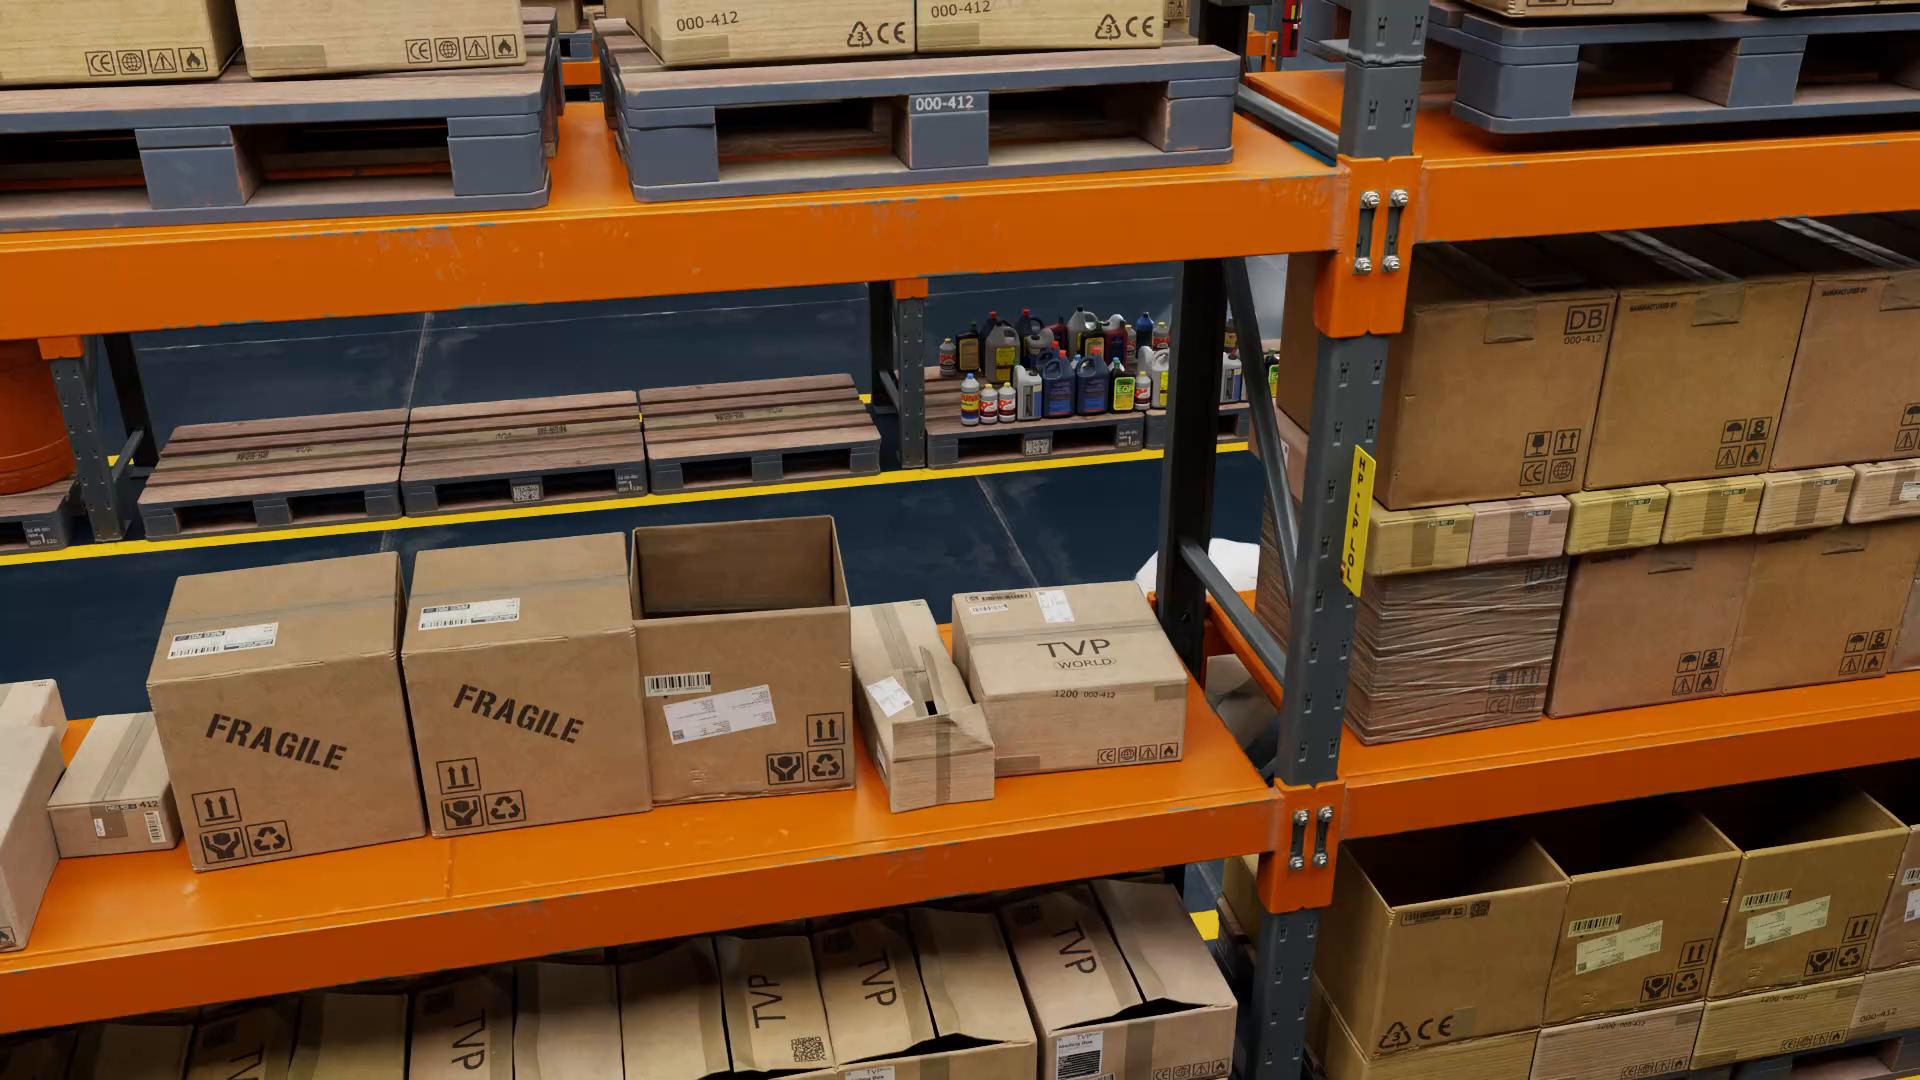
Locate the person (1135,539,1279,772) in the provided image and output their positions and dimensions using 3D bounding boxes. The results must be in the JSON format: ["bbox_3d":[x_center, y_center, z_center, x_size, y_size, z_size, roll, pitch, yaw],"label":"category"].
[{"bbox_3d":[1.078,0.429,6.195,0.945,0.950,0.586,-7,27,-13],"label":"person"}]
